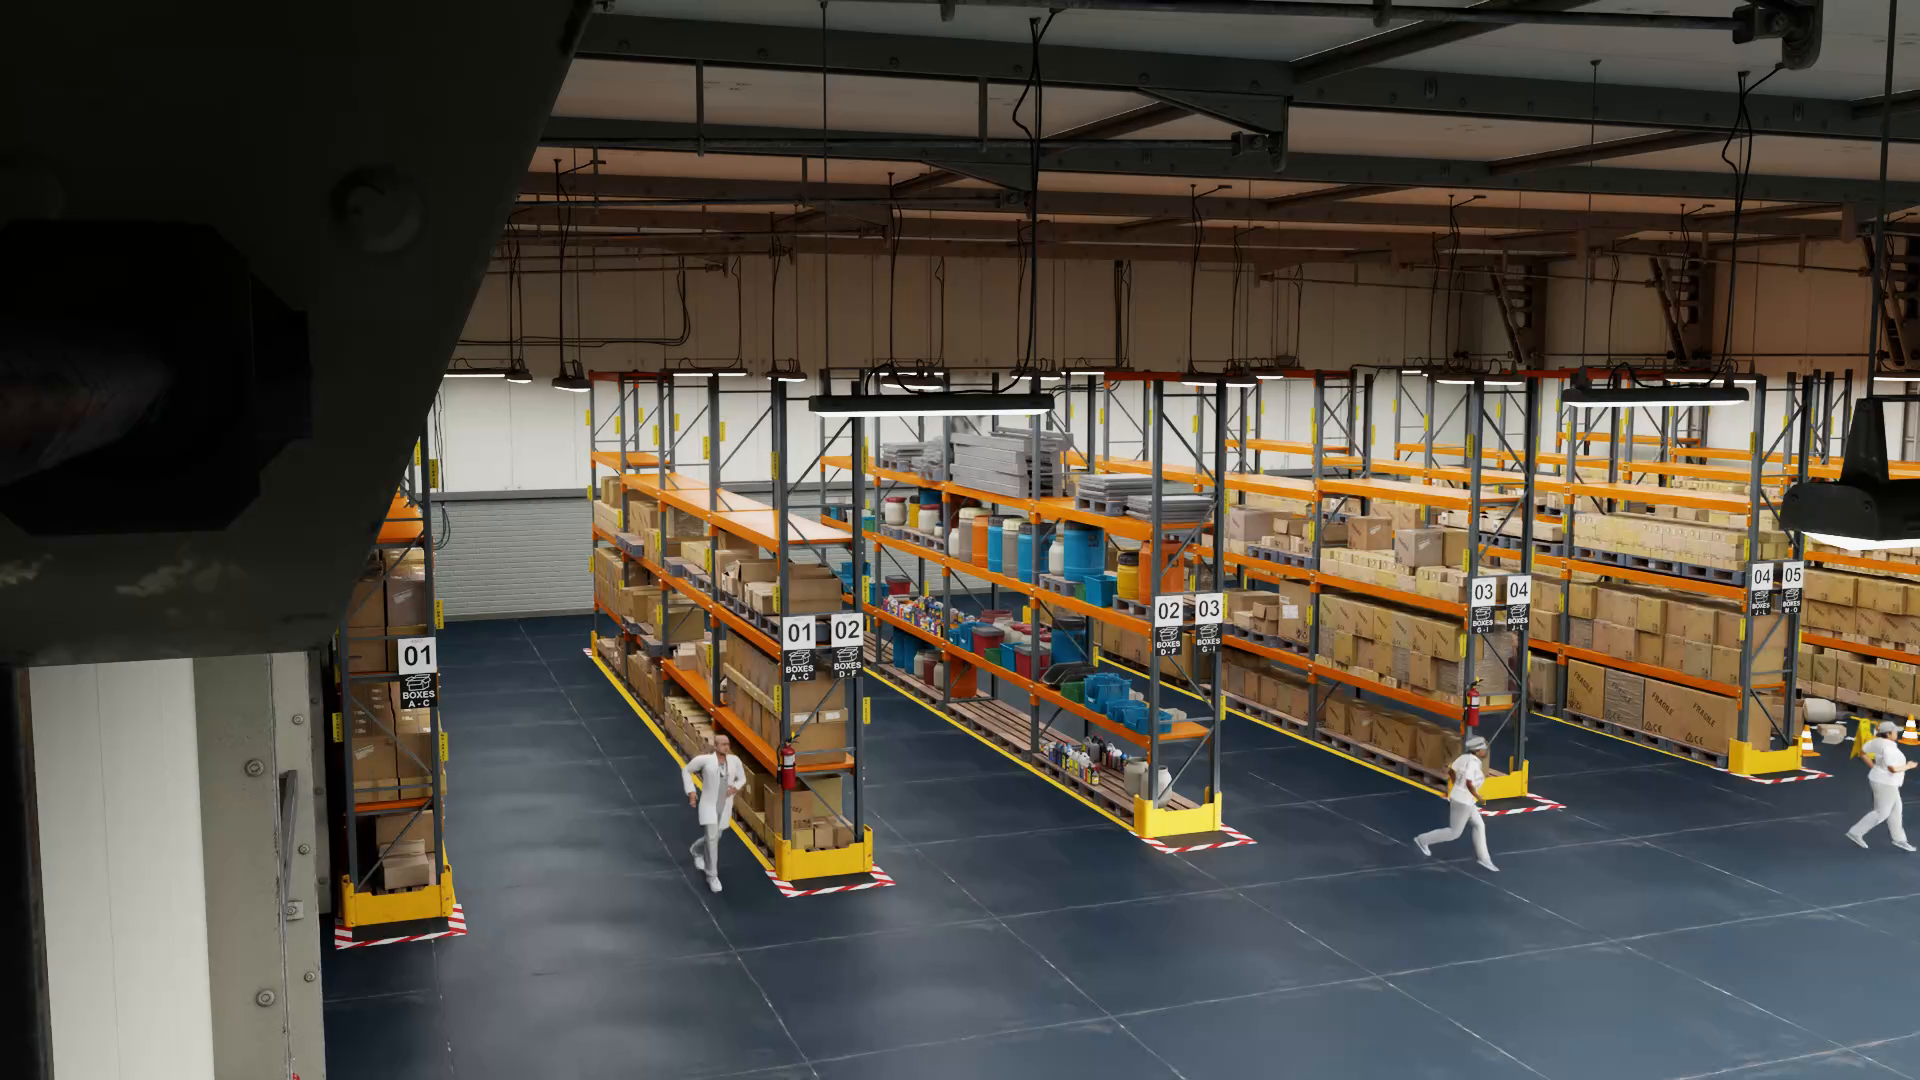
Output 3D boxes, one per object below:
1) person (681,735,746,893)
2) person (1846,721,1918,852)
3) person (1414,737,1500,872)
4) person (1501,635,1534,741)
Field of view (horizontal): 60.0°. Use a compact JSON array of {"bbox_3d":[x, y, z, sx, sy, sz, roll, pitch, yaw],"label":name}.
[{"bbox_3d":[-2.932,3.222,20.049,0.753,1.773,1.041,-4,8,-34],"label":"person"},{"bbox_3d":[11.754,3.133,21.131,0.858,1.689,0.596,2,7,15],"label":"person"},{"bbox_3d":[6.128,3.247,20.447,1.037,1.689,0.577,1,6,8],"label":"person"},{"bbox_3d":[9.169,2.418,27.538,0.730,1.723,0.717,-5,8,-36],"label":"person"}]
